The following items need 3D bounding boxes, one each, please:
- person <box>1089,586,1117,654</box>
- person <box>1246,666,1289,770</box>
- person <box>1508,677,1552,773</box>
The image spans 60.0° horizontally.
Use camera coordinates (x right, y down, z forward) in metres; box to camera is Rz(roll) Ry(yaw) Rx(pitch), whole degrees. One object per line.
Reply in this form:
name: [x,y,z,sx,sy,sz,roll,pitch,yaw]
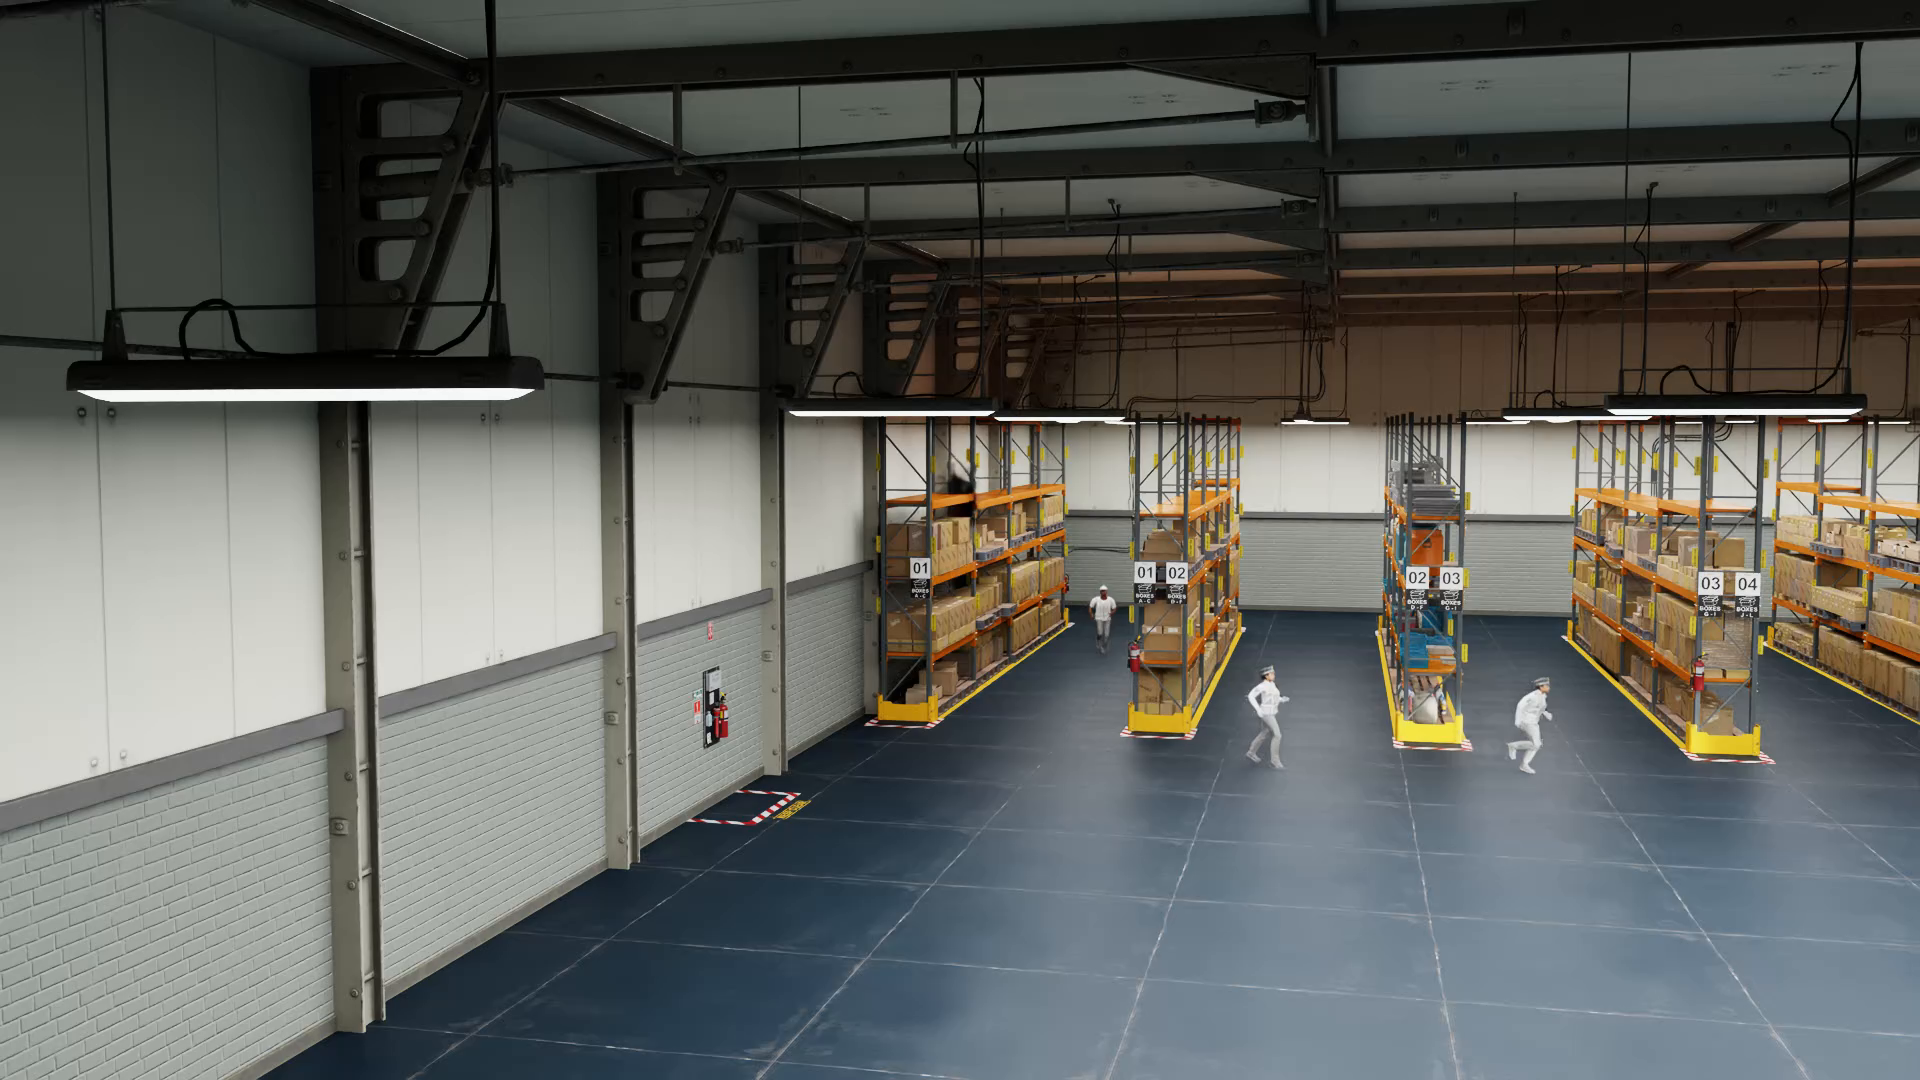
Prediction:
person: [3.622,2.019,42.026,0.698,1.718,0.575,0,4,-1]
person: [5.164,2.981,28.001,0.765,1.753,0.545,2,4,29]
person: [9.489,3.064,27.658,0.686,1.619,0.608,3,5,34]
